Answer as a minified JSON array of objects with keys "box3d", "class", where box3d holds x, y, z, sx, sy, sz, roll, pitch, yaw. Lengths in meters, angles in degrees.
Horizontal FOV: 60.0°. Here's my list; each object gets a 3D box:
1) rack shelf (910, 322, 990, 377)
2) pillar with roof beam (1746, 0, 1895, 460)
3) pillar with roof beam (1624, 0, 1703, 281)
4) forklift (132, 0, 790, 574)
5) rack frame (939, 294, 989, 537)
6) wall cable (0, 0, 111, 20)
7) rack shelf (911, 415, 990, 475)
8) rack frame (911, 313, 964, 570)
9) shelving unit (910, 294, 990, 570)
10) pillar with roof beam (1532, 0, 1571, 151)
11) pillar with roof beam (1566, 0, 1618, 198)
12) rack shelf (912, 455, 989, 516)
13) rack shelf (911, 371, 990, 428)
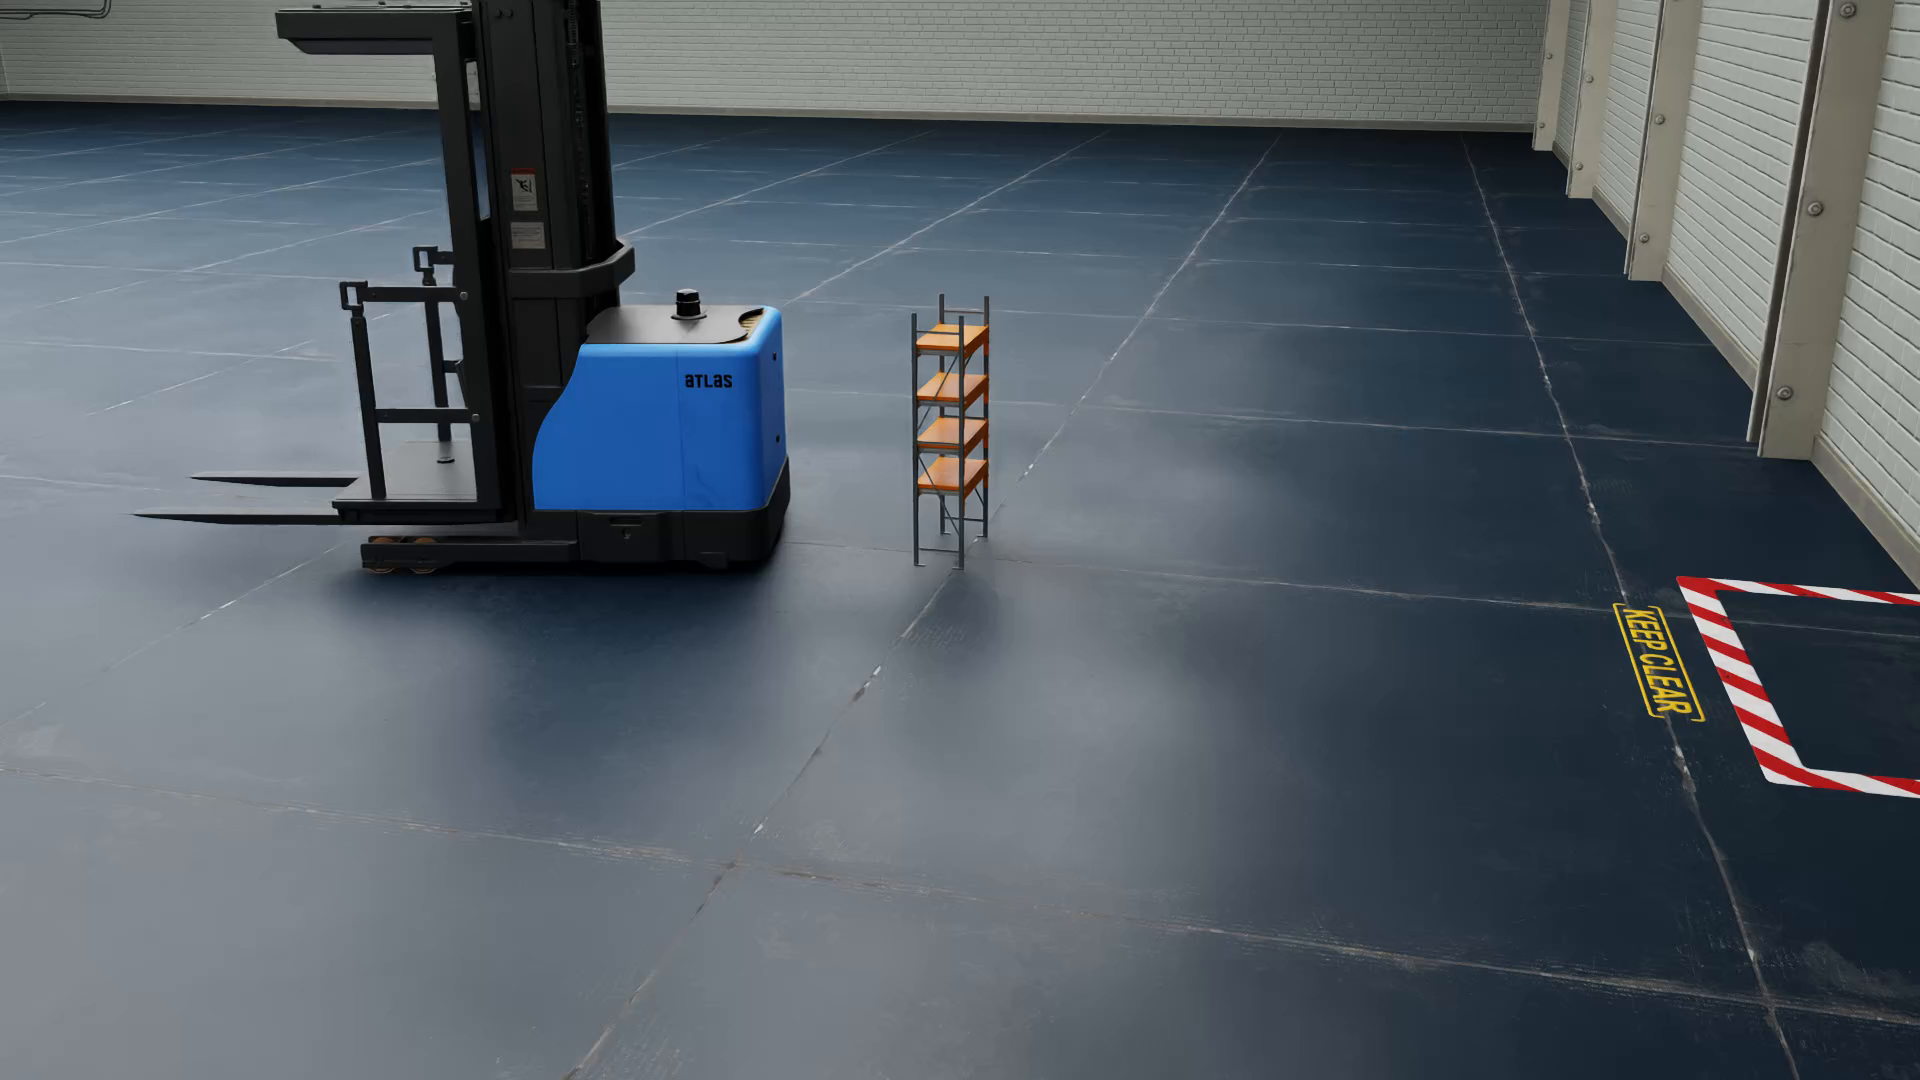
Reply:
[{"box3d":[-0.040,-0.888,7.715,0.258,0.148,0.480,5,19,13],"class":"rack shelf"},{"box3d":[0.632,-5.128,9.278,9.100,9.000,0.400,5,19,13],"class":"pillar with roof beam"},{"box3d":[2.098,-7.008,14.783,9.100,9.000,0.400,5,19,13],"class":"pillar with roof beam"},{"box3d":[-2.397,-1.399,7.748,3.031,2.935,1.130,0,19,1],"class":"forklift"},{"box3d":[0.019,-0.592,8.066,0.240,1.200,0.015,5,19,13],"class":"rack frame"},{"box3d":[-19.339,-12.267,34.983,3.097,2.526,0.112,5,19,13],"class":"wall cable"},{"box3d":[-0.040,-0.452,7.863,0.258,0.148,0.480,5,19,13],"class":"rack shelf"},{"box3d":[-0.100,-0.439,7.618,0.240,1.200,0.015,5,19,13],"class":"rack frame"},{"box3d":[-0.040,-0.516,7.842,0.258,1.200,0.503,5,19,13],"class":"shelving unit"},{"box3d":[5.030,-10.769,25.795,9.100,9.000,0.400,5,19,13],"class":"pillar with roof beam"},{"box3d":[3.564,-8.889,20.289,9.100,9.000,0.400,5,19,13],"class":"pillar with roof beam"},{"box3d":[-0.040,-0.264,7.928,0.258,0.148,0.480,5,19,13],"class":"rack shelf"},{"box3d":[-0.040,-0.664,7.791,0.258,0.148,0.480,5,19,13],"class":"rack shelf"}]
